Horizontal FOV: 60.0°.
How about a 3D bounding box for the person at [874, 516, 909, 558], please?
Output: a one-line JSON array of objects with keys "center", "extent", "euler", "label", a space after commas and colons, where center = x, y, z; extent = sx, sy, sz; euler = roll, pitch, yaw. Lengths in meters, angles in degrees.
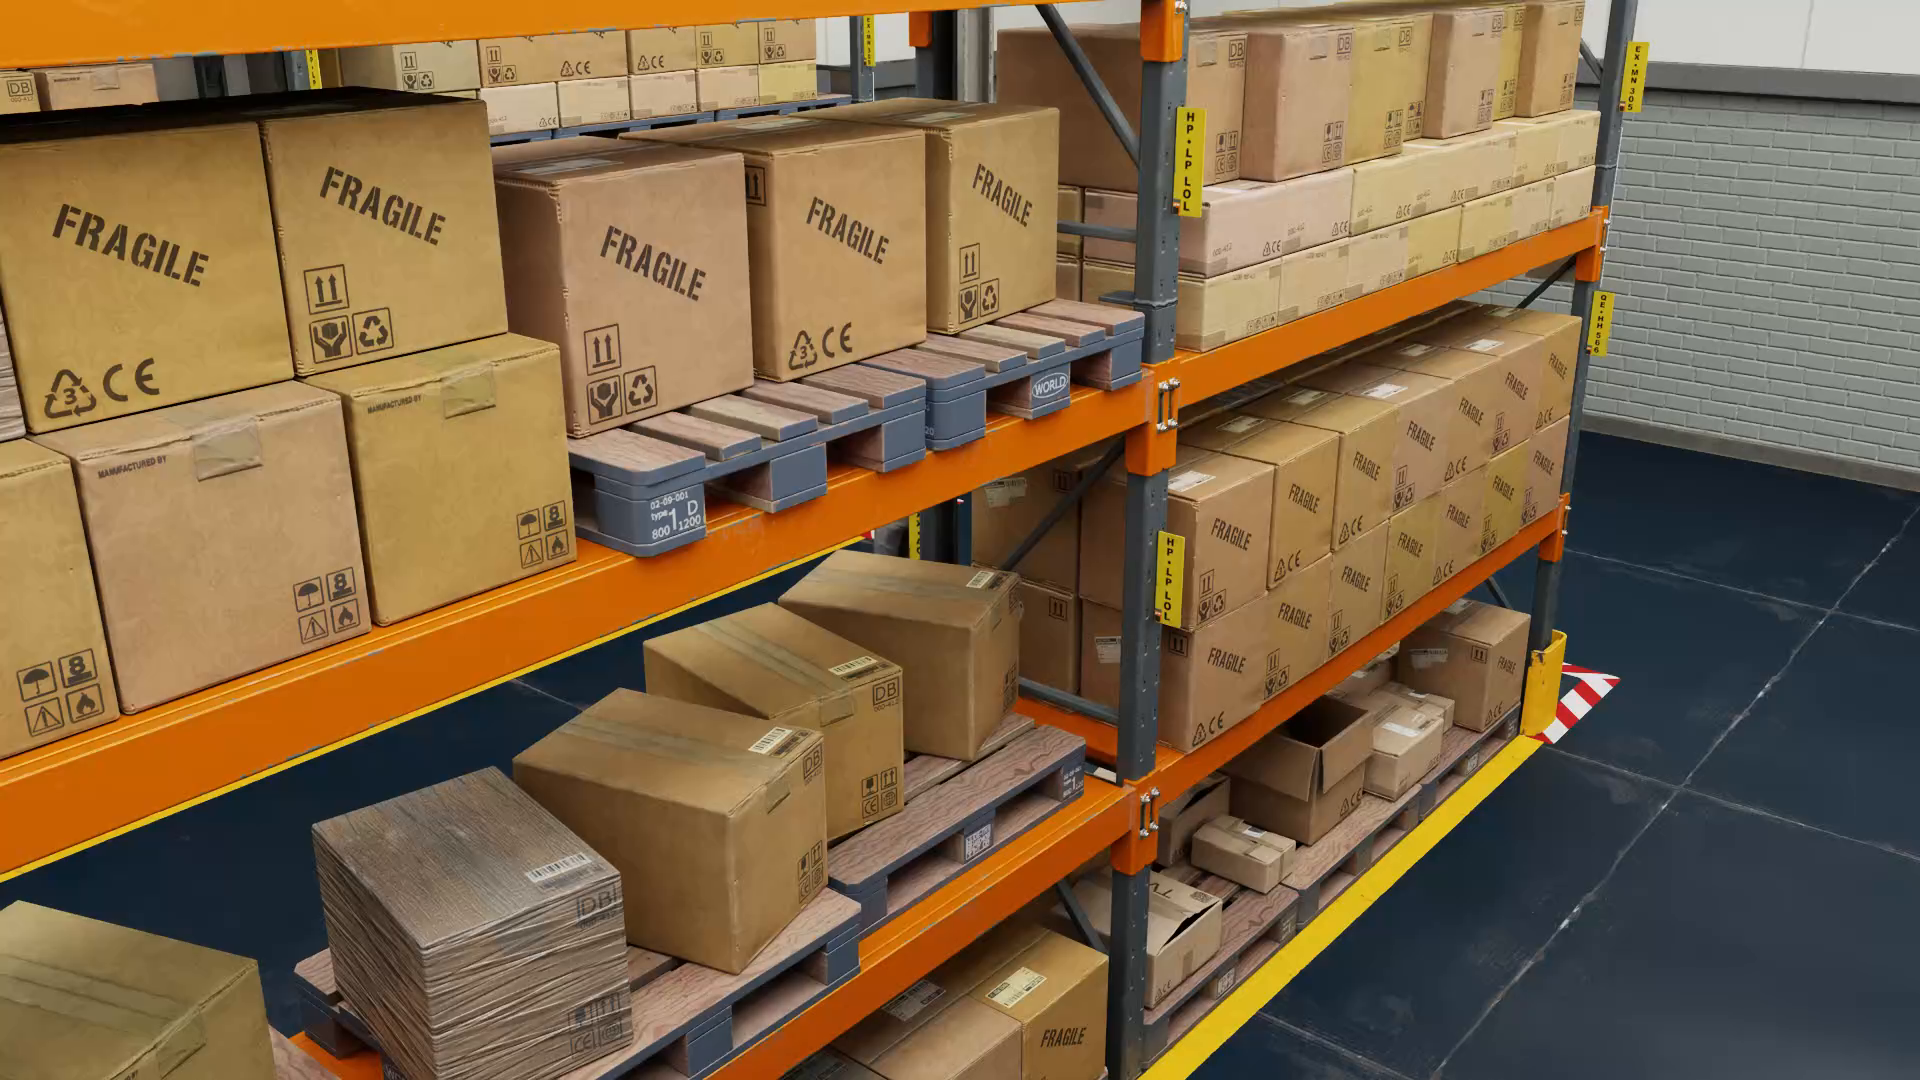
[{"center": [-0.429, -0.187, 10.099], "extent": [0.495, 1.588, 0.406], "euler": [16, 26, 37], "label": "person"}]
